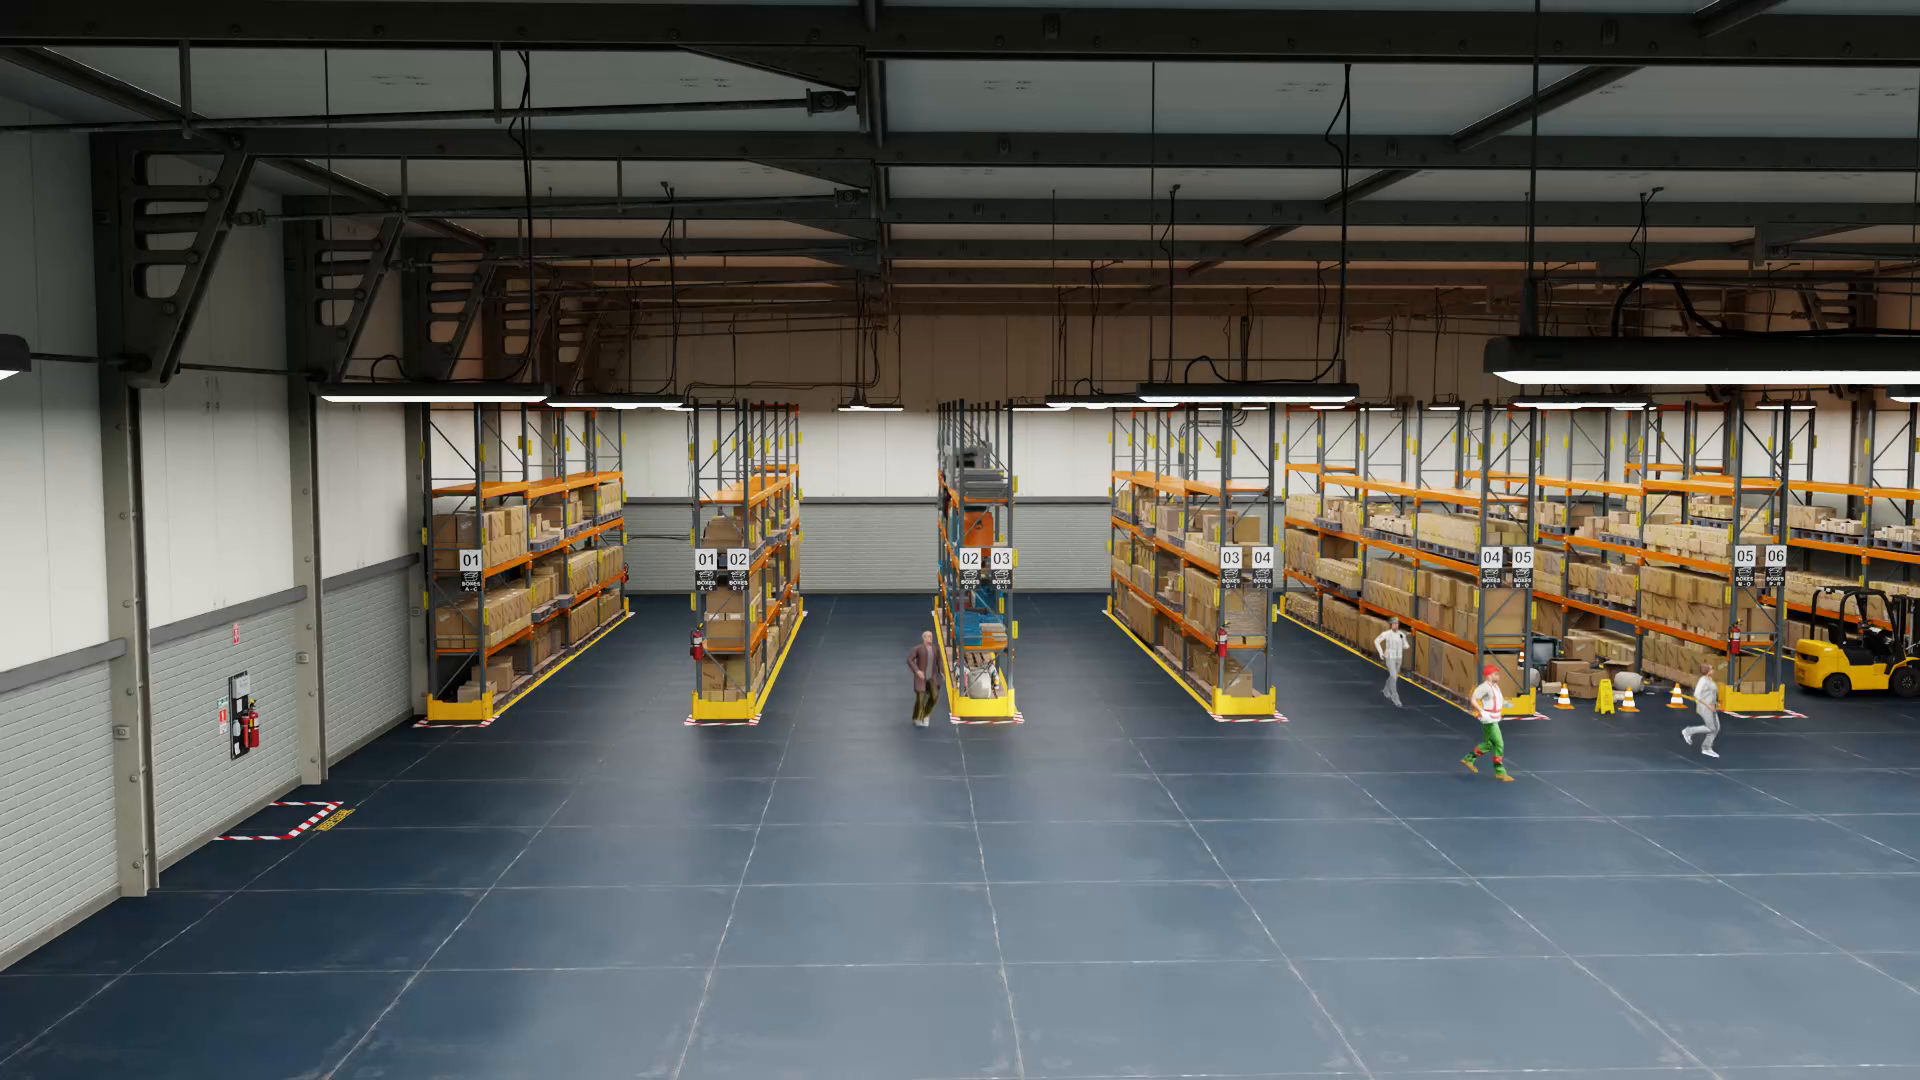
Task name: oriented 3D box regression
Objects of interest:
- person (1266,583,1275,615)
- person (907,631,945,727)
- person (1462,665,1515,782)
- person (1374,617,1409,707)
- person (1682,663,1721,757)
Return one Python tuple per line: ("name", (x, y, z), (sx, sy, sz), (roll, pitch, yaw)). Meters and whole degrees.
("person", (8.136, 1.542, 44.577), (0.581, 1.655, 0.630), (0, 4, 6))
("person", (-0.597, 2.557, 30.529), (0.768, 1.746, 0.617), (-2, 5, -23))
("person", (8.295, 2.844, 26.031), (0.828, 1.796, 0.651), (3, 5, 32))
("person", (8.560, 2.370, 32.839), (0.593, 1.727, 0.837), (-1, 5, -18))
("person", (12.479, 2.838, 27.943), (0.587, 1.560, 0.542), (4, 6, 41))
